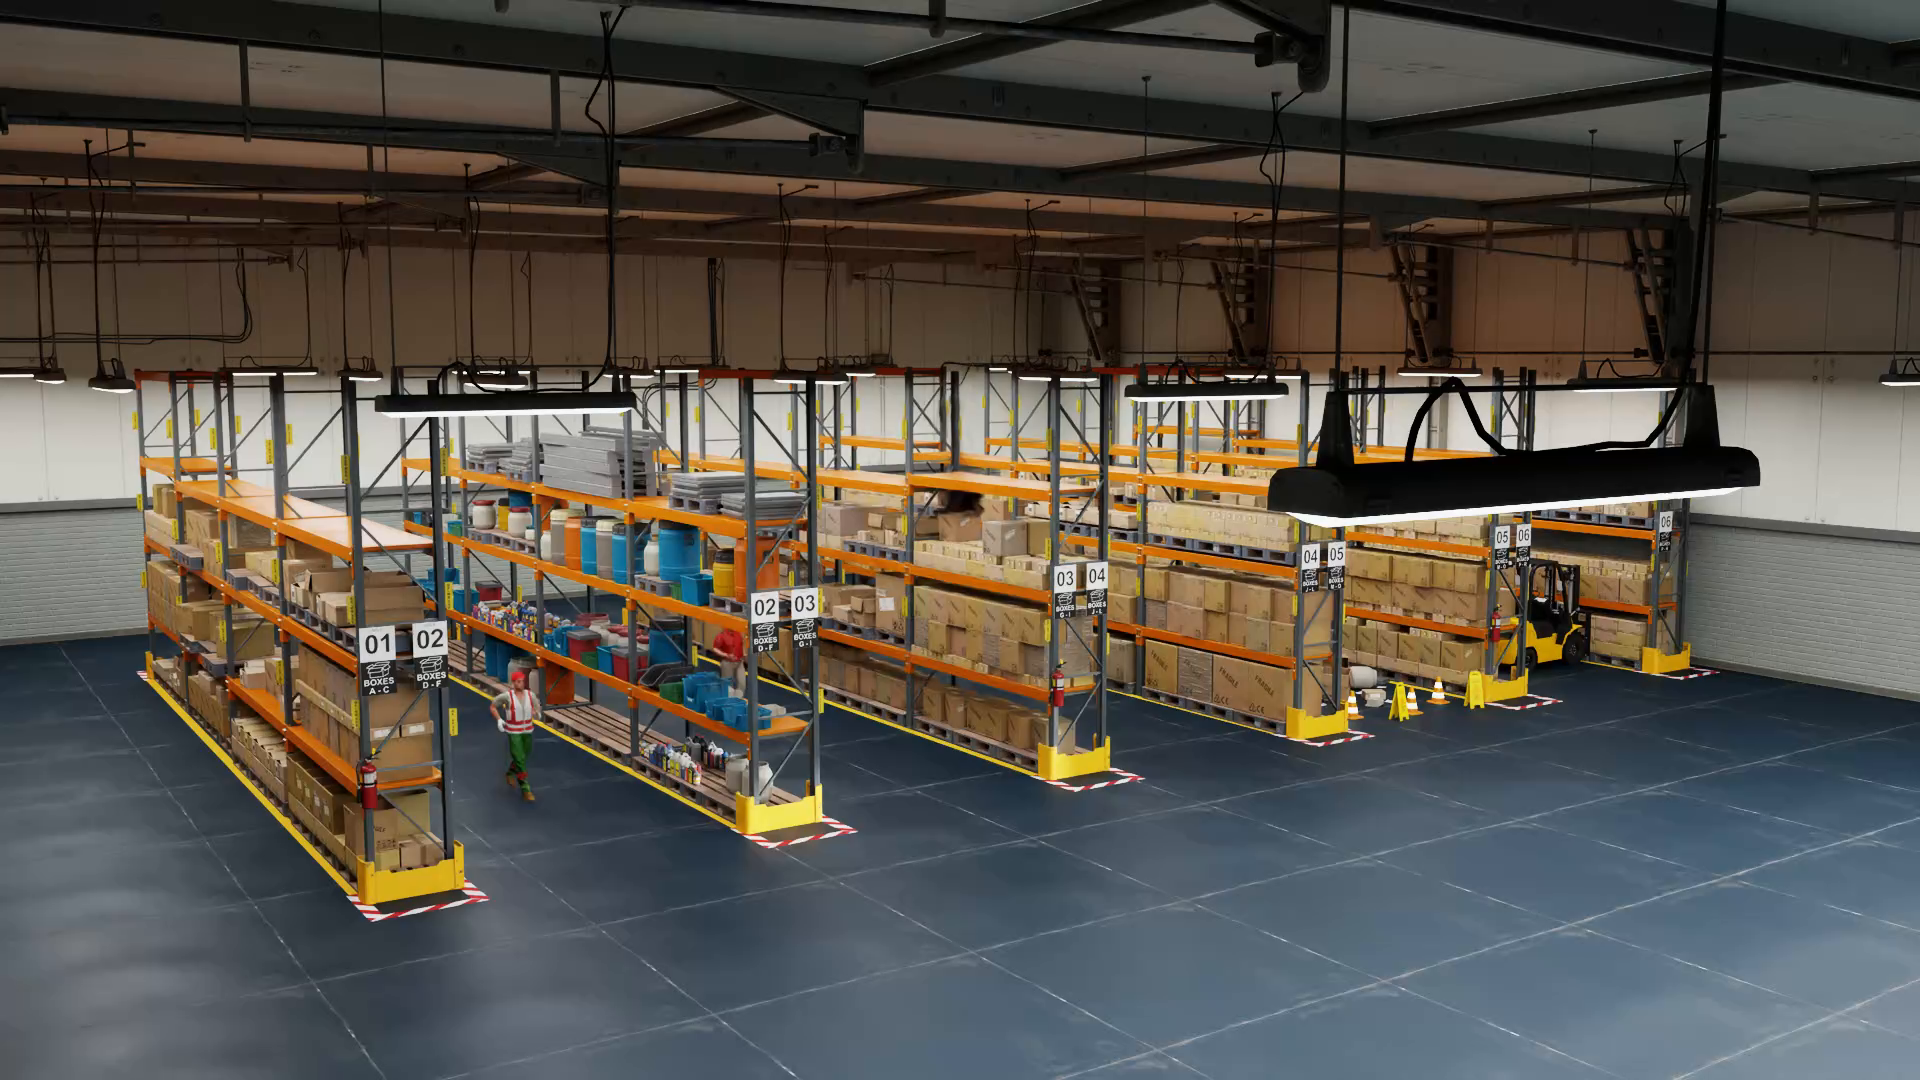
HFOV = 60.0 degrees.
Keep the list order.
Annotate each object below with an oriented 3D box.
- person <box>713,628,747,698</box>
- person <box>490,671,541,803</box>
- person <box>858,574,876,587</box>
[{"bbox_3d":[-4.025,2.193,29.263,0.674,1.682,0.782,-6,9,-42],"label":"person"},{"bbox_3d":[-6.273,2.758,23.668,0.652,1.803,0.983,-6,9,-43],"label":"person"},{"bbox_3d":[-2.351,0.749,41.978,0.855,1.754,0.755,4,8,32],"label":"person"}]
